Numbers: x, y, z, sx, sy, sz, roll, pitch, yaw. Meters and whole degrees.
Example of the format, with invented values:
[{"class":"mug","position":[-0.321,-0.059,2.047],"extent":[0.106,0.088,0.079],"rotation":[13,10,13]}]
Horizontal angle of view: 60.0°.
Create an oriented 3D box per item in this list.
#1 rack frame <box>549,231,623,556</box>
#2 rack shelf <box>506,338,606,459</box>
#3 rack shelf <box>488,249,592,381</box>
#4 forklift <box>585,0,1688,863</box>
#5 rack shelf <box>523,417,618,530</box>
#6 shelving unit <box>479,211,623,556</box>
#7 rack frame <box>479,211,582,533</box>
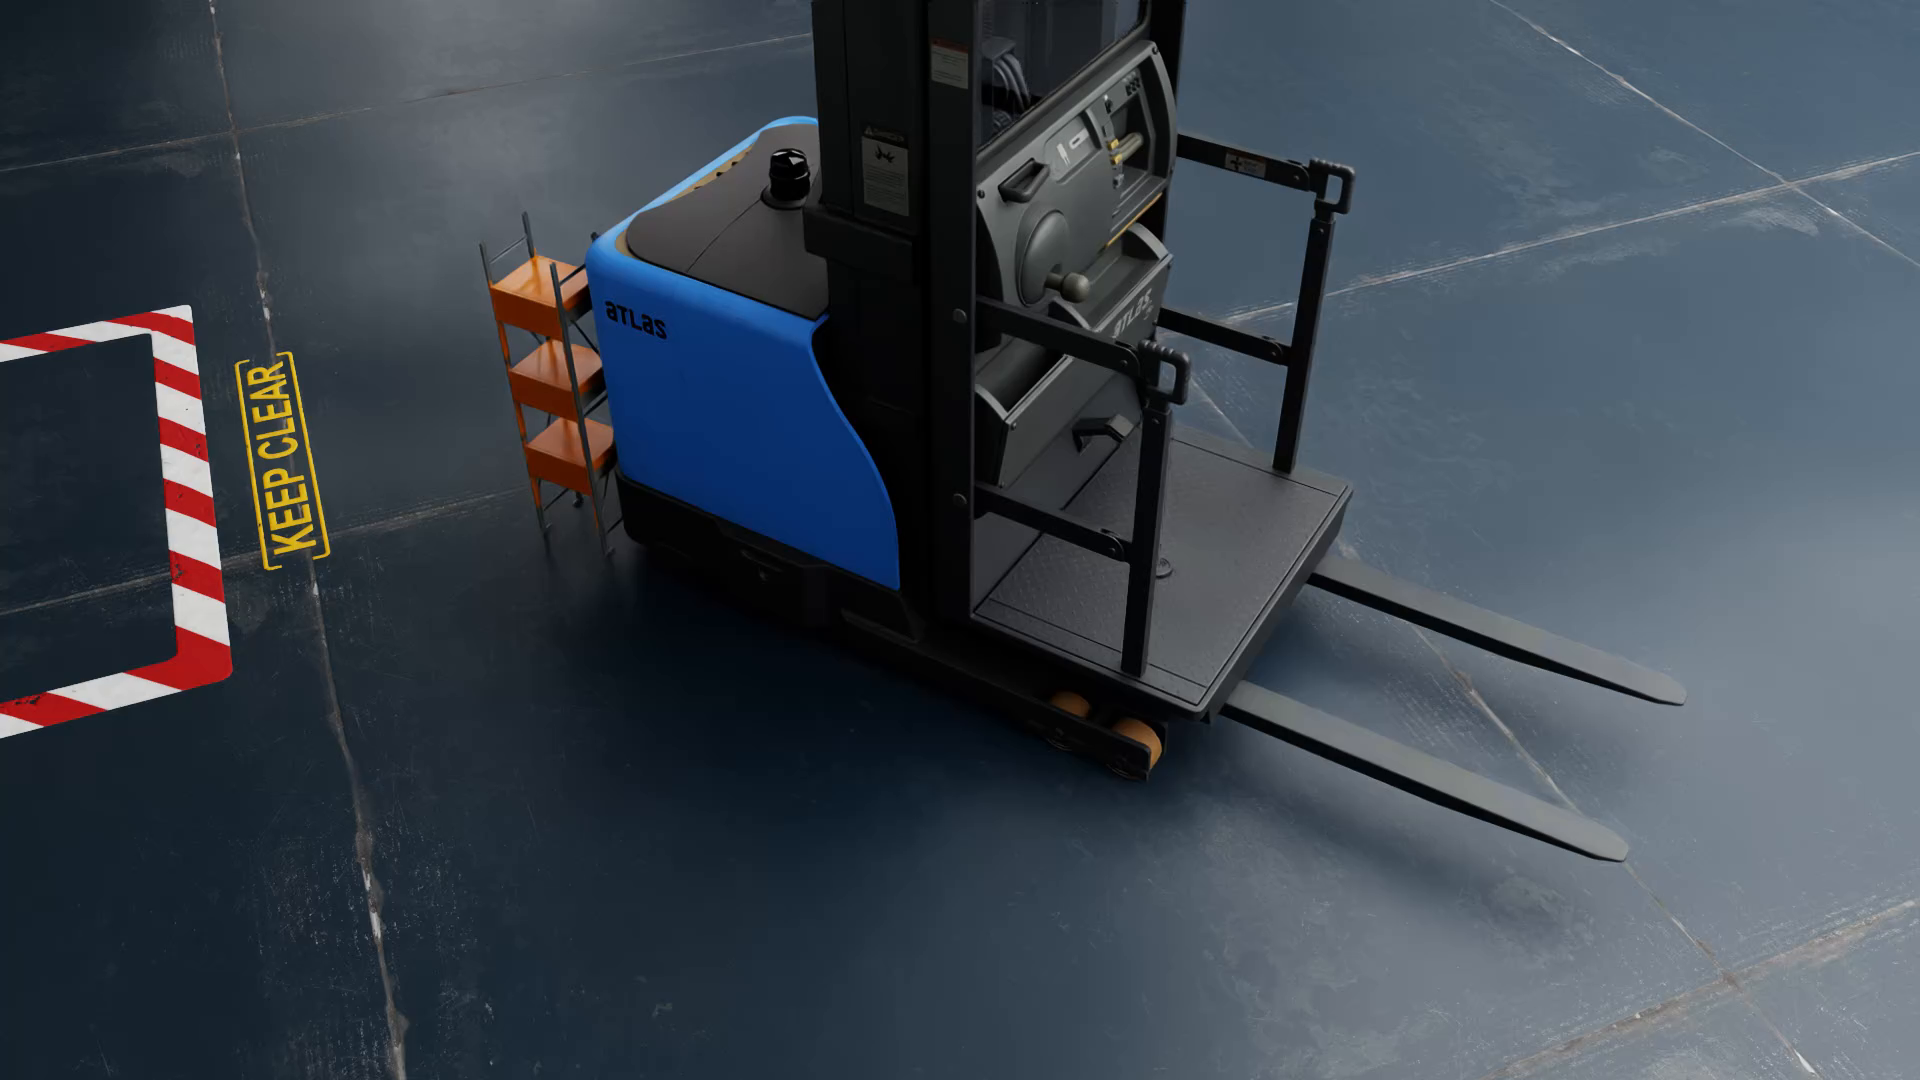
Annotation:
[{"class":"rack frame","position":[-1.064,-0.405,4.916],"extent":[0.008,1.050,0.200],"rotation":[19,44,21]},{"class":"rack shelf","position":[-1.172,-0.434,4.966],"extent":[0.240,0.259,0.215],"rotation":[19,44,21]},{"class":"rack shelf","position":[-1.172,-0.649,4.781],"extent":[0.240,0.259,0.215],"rotation":[19,44,21]},{"class":"forklift","position":[0.479,-0.865,4.008],"extent":[3.031,2.935,1.130],"rotation":[22,45,23]},{"class":"rack shelf","position":[-1.172,-0.223,5.147],"extent":[0.240,0.259,0.215],"rotation":[19,44,21]},{"class":"shelving unit","position":[-1.172,-0.442,4.959],"extent":[0.252,1.050,0.215],"rotation":[19,44,21]},{"class":"rack frame","position":[-1.279,-0.479,5.002],"extent":[0.008,1.050,0.200],"rotation":[19,44,21]}]
